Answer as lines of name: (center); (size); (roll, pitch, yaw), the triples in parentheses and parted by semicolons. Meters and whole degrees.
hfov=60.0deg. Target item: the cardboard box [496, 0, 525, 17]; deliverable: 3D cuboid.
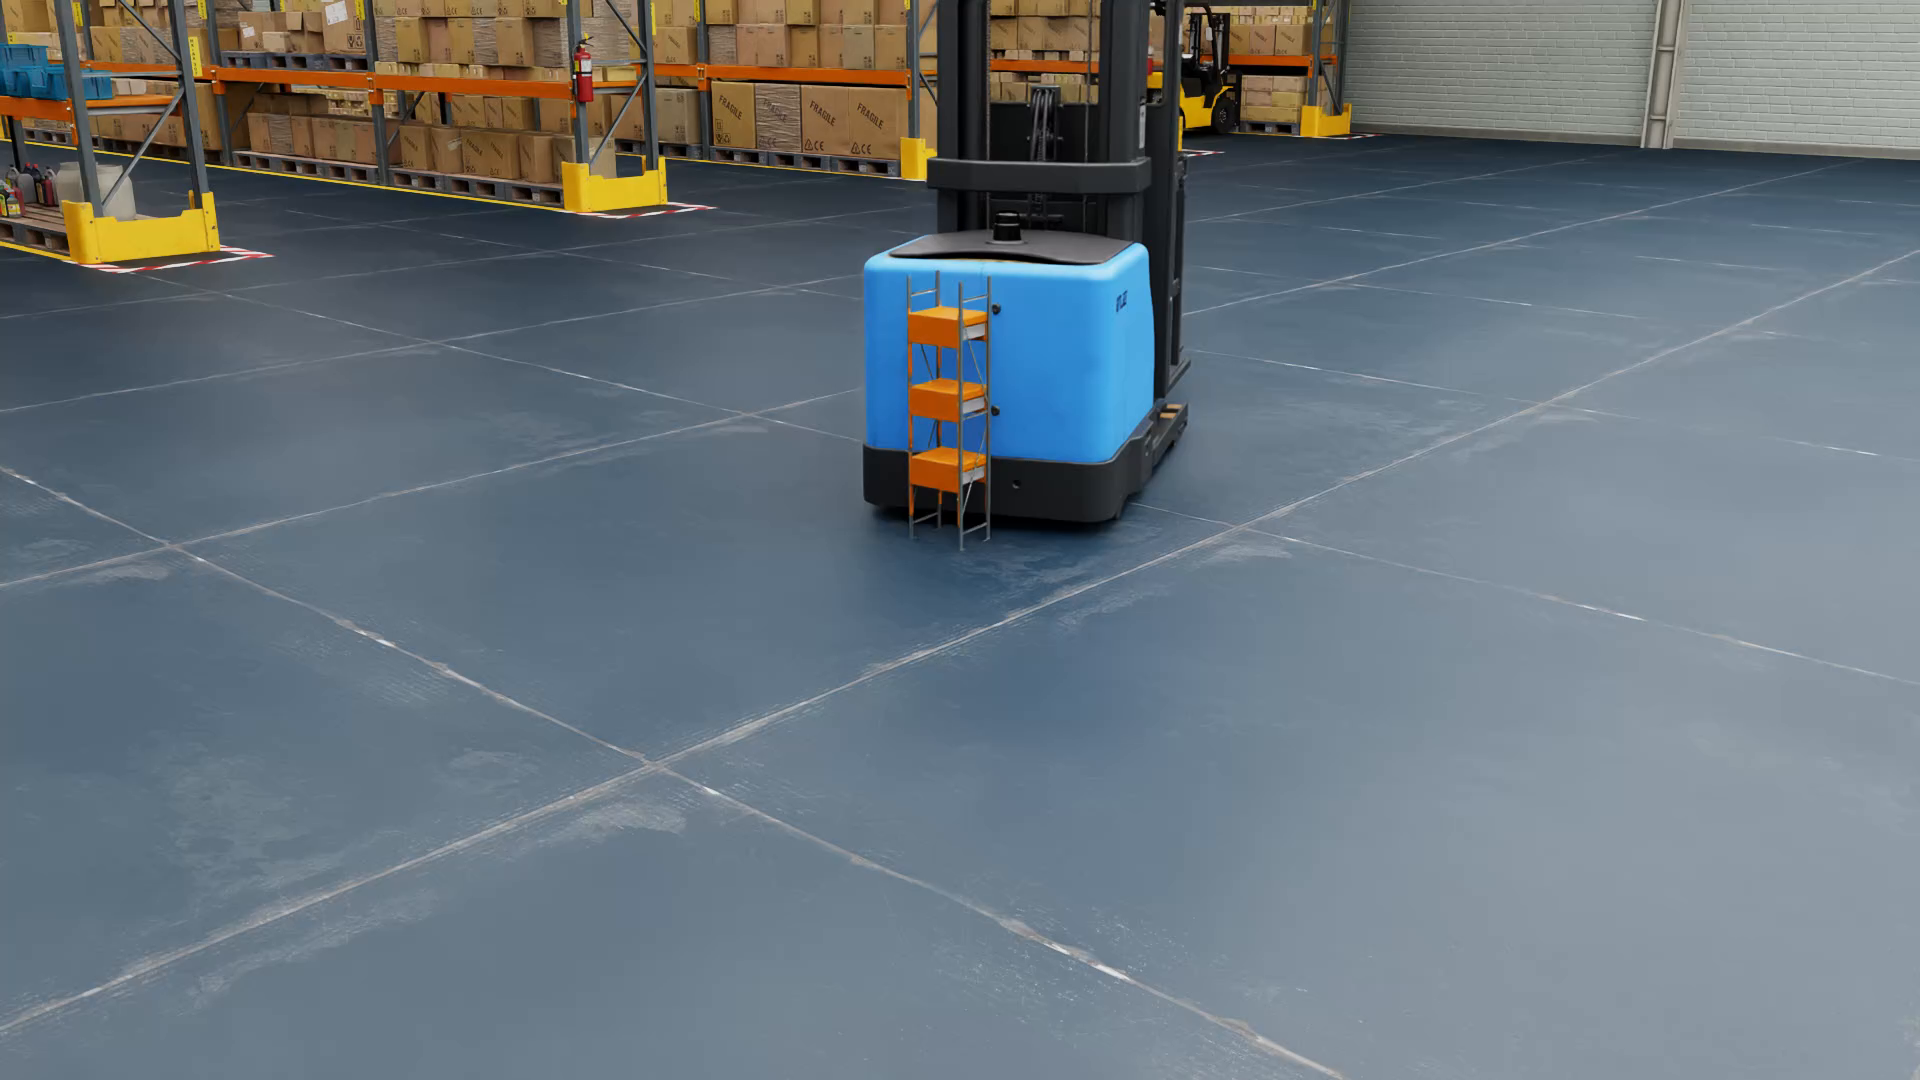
cardboard box: (-4.594, -5.824, 17.695); (0.500, 0.500, 0.500); (15, 23, 39)

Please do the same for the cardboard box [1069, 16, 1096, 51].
cardboard box: (1.977, -7.584, 24.894); (0.500, 0.500, 0.500); (15, 23, 39)

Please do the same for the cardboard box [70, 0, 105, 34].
cardboard box: (-13.138, -7.874, 24.979); (0.500, 0.500, 0.500); (16, 24, 41)

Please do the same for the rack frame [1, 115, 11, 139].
rack frame: (-15.608, -8.217, 27.545); (0.127, 3.000, 1.000); (15, 23, 39)

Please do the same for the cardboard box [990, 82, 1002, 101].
cardboard box: (0.616, -7.013, 26.361); (0.500, 0.500, 0.500); (16, 24, 41)

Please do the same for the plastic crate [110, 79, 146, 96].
plastic crate: (-7.384, -4.011, 14.727); (0.250, 0.136, 0.298); (15, 23, 39)

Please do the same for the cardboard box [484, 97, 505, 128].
cardboard box: (-7.308, -6.900, 26.832); (0.500, 0.500, 0.500); (16, 24, 41)

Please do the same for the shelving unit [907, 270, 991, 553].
shelving unit: (-0.042, -0.498, 6.446); (0.252, 1.050, 0.215); (12, 21, 34)

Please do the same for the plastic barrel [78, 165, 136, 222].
plastic barrel: (-7.471, -3.013, 14.566); (0.421, 0.512, 0.421); (0, 18, 0)

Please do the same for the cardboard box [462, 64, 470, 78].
cardboard box: (-5.324, -5.239, 18.575); (0.250, 0.149, 0.380); (15, 23, 39)

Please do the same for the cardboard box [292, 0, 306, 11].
cardboard box: (-11.699, -9.735, 30.018); (0.500, 0.500, 0.500); (16, 24, 41)

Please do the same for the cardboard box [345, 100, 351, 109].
cardboard box: (-10.802, -7.833, 29.860); (0.250, 0.149, 0.380); (16, 24, 42)

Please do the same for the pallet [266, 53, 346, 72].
pallet: (-8.117, -6.131, 21.290); (1.213, 0.211, 1.003); (15, 23, 39)

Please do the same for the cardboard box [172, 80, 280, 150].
cardboard box: (-10.127, -5.942, 23.193); (0.875, 0.875, 1.225); (14, 22, 37)

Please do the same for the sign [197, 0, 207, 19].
sign: (-9.990, -7.037, 21.911); (0.005, 0.325, 0.100); (15, 23, 39)

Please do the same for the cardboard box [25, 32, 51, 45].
cardboard box: (-14.268, -7.822, 26.056); (0.500, 0.250, 0.500); (14, 23, 38)

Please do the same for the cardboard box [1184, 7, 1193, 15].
cardboard box: (4.067, -9.339, 29.351); (0.250, 0.149, 0.380); (15, 23, 38)

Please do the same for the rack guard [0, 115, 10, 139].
rack guard: (-15.626, -7.031, 27.939); (0.348, 0.500, 1.175); (15, 23, 39)

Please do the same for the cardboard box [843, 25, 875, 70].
cardboard box: (-1.007, -6.348, 21.407); (0.550, 0.550, 0.875); (15, 23, 39)

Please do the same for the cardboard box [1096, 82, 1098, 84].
cardboard box: (2.105, -6.827, 25.776); (0.500, 0.500, 0.500); (14, 22, 37)

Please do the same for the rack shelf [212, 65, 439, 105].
rack shelf: (-8.129, -5.867, 21.327); (4.000, 0.370, 1.077); (15, 23, 39)

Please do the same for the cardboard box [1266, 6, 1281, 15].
cardboard box: (5.402, -8.982, 28.227); (0.250, 0.149, 0.380); (16, 23, 40)

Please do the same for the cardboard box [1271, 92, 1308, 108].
cardboard box: (5.657, -7.525, 28.390); (0.500, 0.250, 0.500); (15, 23, 39)

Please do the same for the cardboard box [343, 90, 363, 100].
cardboard box: (-10.825, -7.973, 29.812); (0.250, 0.149, 0.380); (15, 23, 39)

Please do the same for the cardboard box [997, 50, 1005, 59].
cardboard box: (0.792, -7.605, 26.031); (0.250, 0.149, 0.380); (15, 23, 39)

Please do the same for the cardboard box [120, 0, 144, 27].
cardboard box: (-11.627, -7.673, 24.007); (0.637, 0.503, 0.797); (15, 23, 40)

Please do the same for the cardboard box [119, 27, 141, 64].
cardboard box: (-11.687, -7.112, 23.896); (0.500, 0.500, 0.500); (14, 23, 38)

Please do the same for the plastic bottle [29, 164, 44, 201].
plastic bottle: (-9.104, -3.532, 16.433); (0.185, 0.351, 0.144); (14, 22, 37)

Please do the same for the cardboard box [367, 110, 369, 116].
cardboard box: (-10.263, -7.549, 29.458); (0.250, 0.149, 0.380); (14, 23, 38)

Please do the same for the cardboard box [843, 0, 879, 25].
cardboard box: (-0.997, -6.866, 21.253); (0.550, 0.550, 0.875); (15, 23, 39)

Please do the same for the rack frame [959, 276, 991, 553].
rack frame: (0.057, -0.476, 6.377); (0.008, 1.050, 0.200); (12, 21, 34)

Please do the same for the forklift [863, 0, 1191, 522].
forklift: (0.501, -1.874, 7.673); (1.130, 2.935, 3.031); (5, 18, 15)

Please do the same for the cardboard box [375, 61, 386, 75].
cardboard box: (-6.672, -5.577, 19.641); (0.250, 0.149, 0.380); (15, 23, 39)

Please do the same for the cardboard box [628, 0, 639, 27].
cardboard box: (-4.404, -7.737, 24.213); (0.500, 0.500, 0.700); (15, 23, 40)

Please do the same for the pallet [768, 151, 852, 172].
pallet: (-1.831, -5.165, 22.538); (1.213, 0.211, 1.003); (15, 23, 39)

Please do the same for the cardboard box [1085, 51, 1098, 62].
cardboard box: (2.075, -7.236, 24.868); (0.250, 0.149, 0.380); (15, 23, 38)

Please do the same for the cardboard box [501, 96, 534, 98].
cardboard box: (-6.942, -7.157, 26.403); (0.500, 0.250, 0.500); (14, 23, 38)

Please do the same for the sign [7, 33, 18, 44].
sign: (-9.547, -4.941, 16.766); (0.005, 0.325, 0.100); (15, 23, 39)

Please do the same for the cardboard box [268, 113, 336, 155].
cardboard box: (-8.687, -5.391, 22.044); (0.500, 0.500, 0.700); (13, 22, 35)

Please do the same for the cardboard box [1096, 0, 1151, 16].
cardboard box: (2.410, -7.966, 24.444); (0.500, 0.500, 0.700); (14, 23, 38)

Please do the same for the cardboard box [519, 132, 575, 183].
cardboard box: (-4.567, -4.255, 18.498); (0.500, 0.500, 0.500); (-11, 21, -31)

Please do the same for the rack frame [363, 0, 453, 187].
rack frame: (-6.633, -5.808, 19.953); (0.127, 3.000, 1.000); (15, 23, 39)

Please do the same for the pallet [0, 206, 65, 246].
pallet: (-8.529, -2.969, 15.618); (1.213, 0.211, 1.003); (15, 23, 39)

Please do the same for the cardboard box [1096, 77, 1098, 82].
cardboard box: (2.839, -8.344, 31.177); (0.625, 0.625, 0.875); (16, 24, 42)

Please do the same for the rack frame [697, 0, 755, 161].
rack frame: (-3.265, -6.910, 23.425); (0.127, 3.000, 1.000); (15, 23, 39)

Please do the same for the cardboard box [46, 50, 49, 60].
cardboard box: (-14.023, -7.539, 25.825); (0.250, 0.149, 0.380); (15, 23, 38)

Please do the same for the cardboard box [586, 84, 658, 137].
cardboard box: (-5.205, -6.523, 25.233); (0.750, 0.750, 1.050); (15, 23, 40)

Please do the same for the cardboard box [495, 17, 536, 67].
cardboard box: (-4.488, -5.384, 17.961); (0.500, 0.500, 0.875); (15, 23, 39)

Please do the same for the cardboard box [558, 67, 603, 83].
cardboard box: (-3.991, -4.895, 17.494); (0.250, 0.149, 0.380); (15, 23, 39)

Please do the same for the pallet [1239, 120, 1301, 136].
pallet: (5.629, -7.186, 28.904); (1.213, 0.211, 1.003); (15, 23, 39)

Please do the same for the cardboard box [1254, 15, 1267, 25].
cardboard box: (5.241, -8.896, 28.448); (0.250, 0.149, 0.380); (15, 23, 39)
